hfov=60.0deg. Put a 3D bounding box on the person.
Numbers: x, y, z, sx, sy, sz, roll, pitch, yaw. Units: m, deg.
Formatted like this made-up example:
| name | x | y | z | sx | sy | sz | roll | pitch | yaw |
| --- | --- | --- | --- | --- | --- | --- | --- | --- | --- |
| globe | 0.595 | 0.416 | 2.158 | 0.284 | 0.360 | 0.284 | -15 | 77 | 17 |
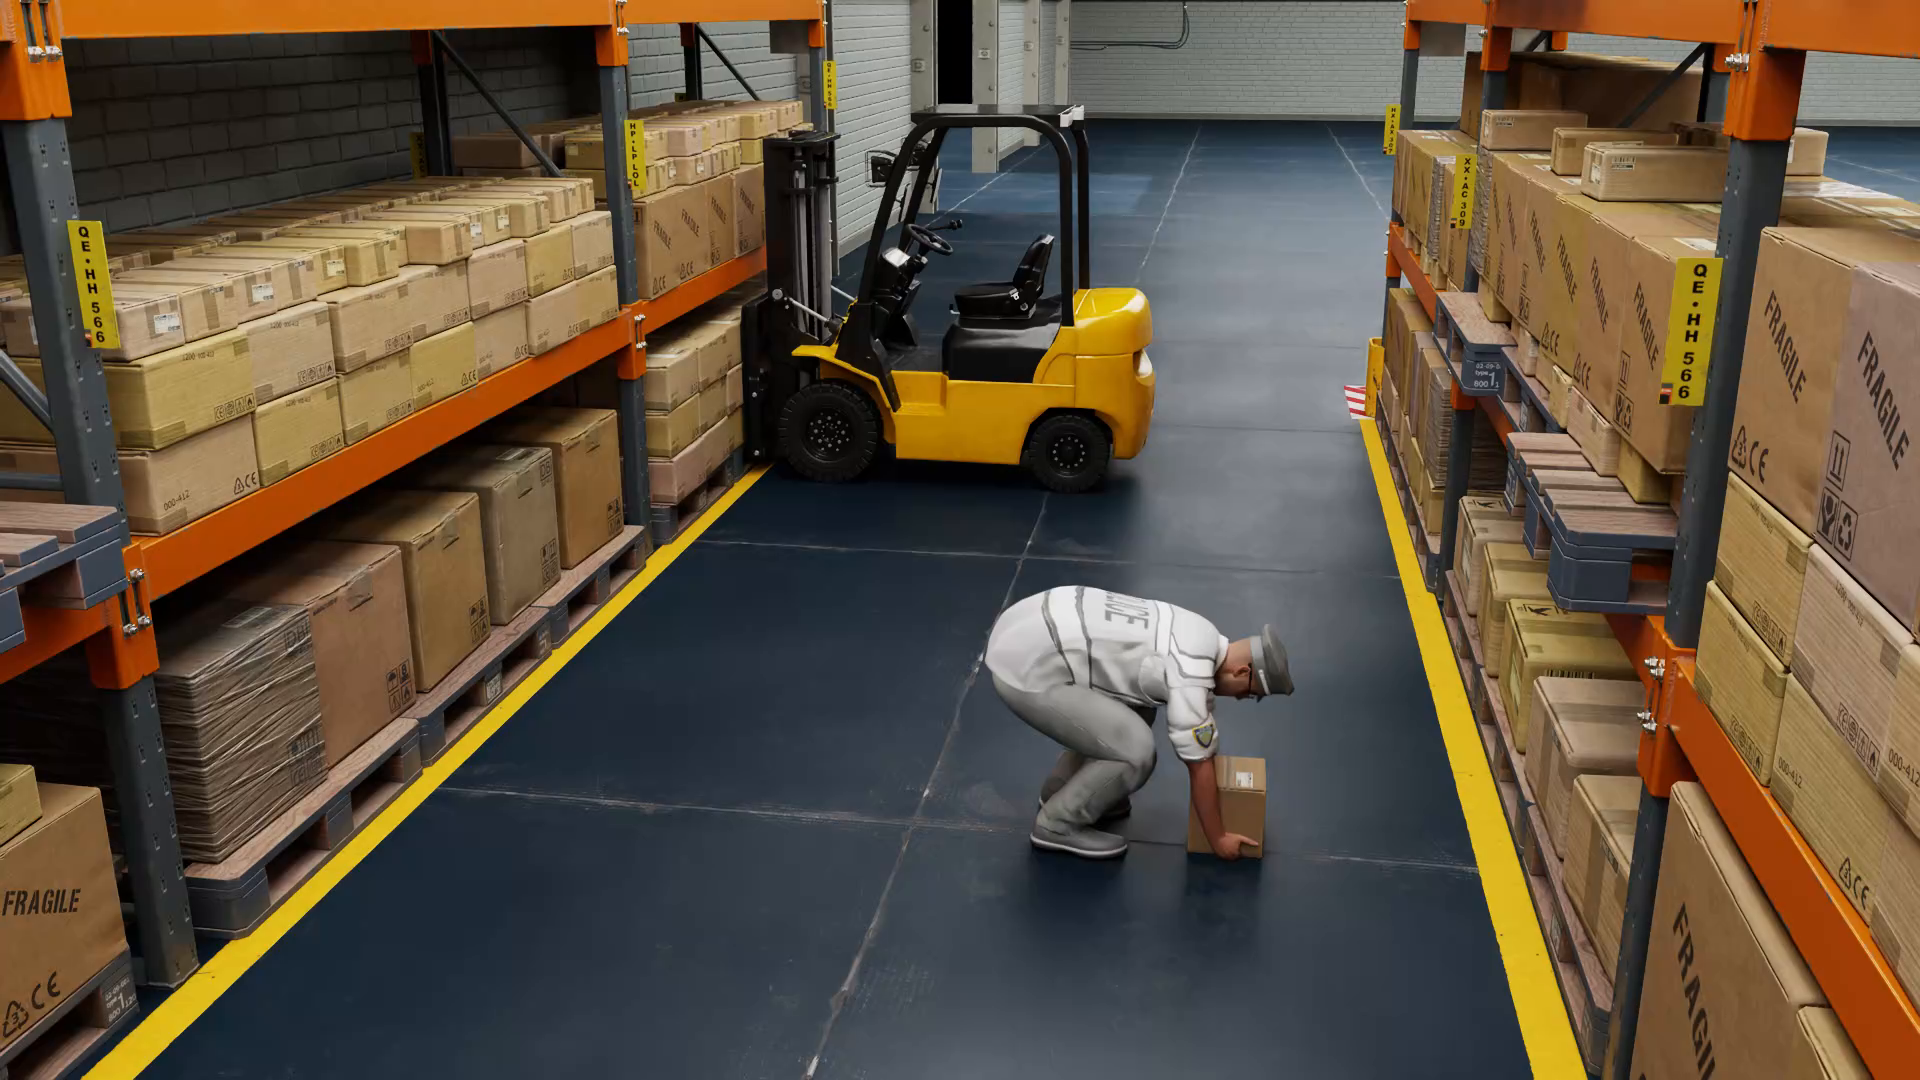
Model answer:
| name | x | y | z | sx | sy | sz | roll | pitch | yaw |
| --- | --- | --- | --- | --- | --- | --- | --- | --- | --- |
| person | 0.602 | 0.606 | 5.623 | 1.030 | 0.890 | 0.545 | 2 | 18 | 7 |
